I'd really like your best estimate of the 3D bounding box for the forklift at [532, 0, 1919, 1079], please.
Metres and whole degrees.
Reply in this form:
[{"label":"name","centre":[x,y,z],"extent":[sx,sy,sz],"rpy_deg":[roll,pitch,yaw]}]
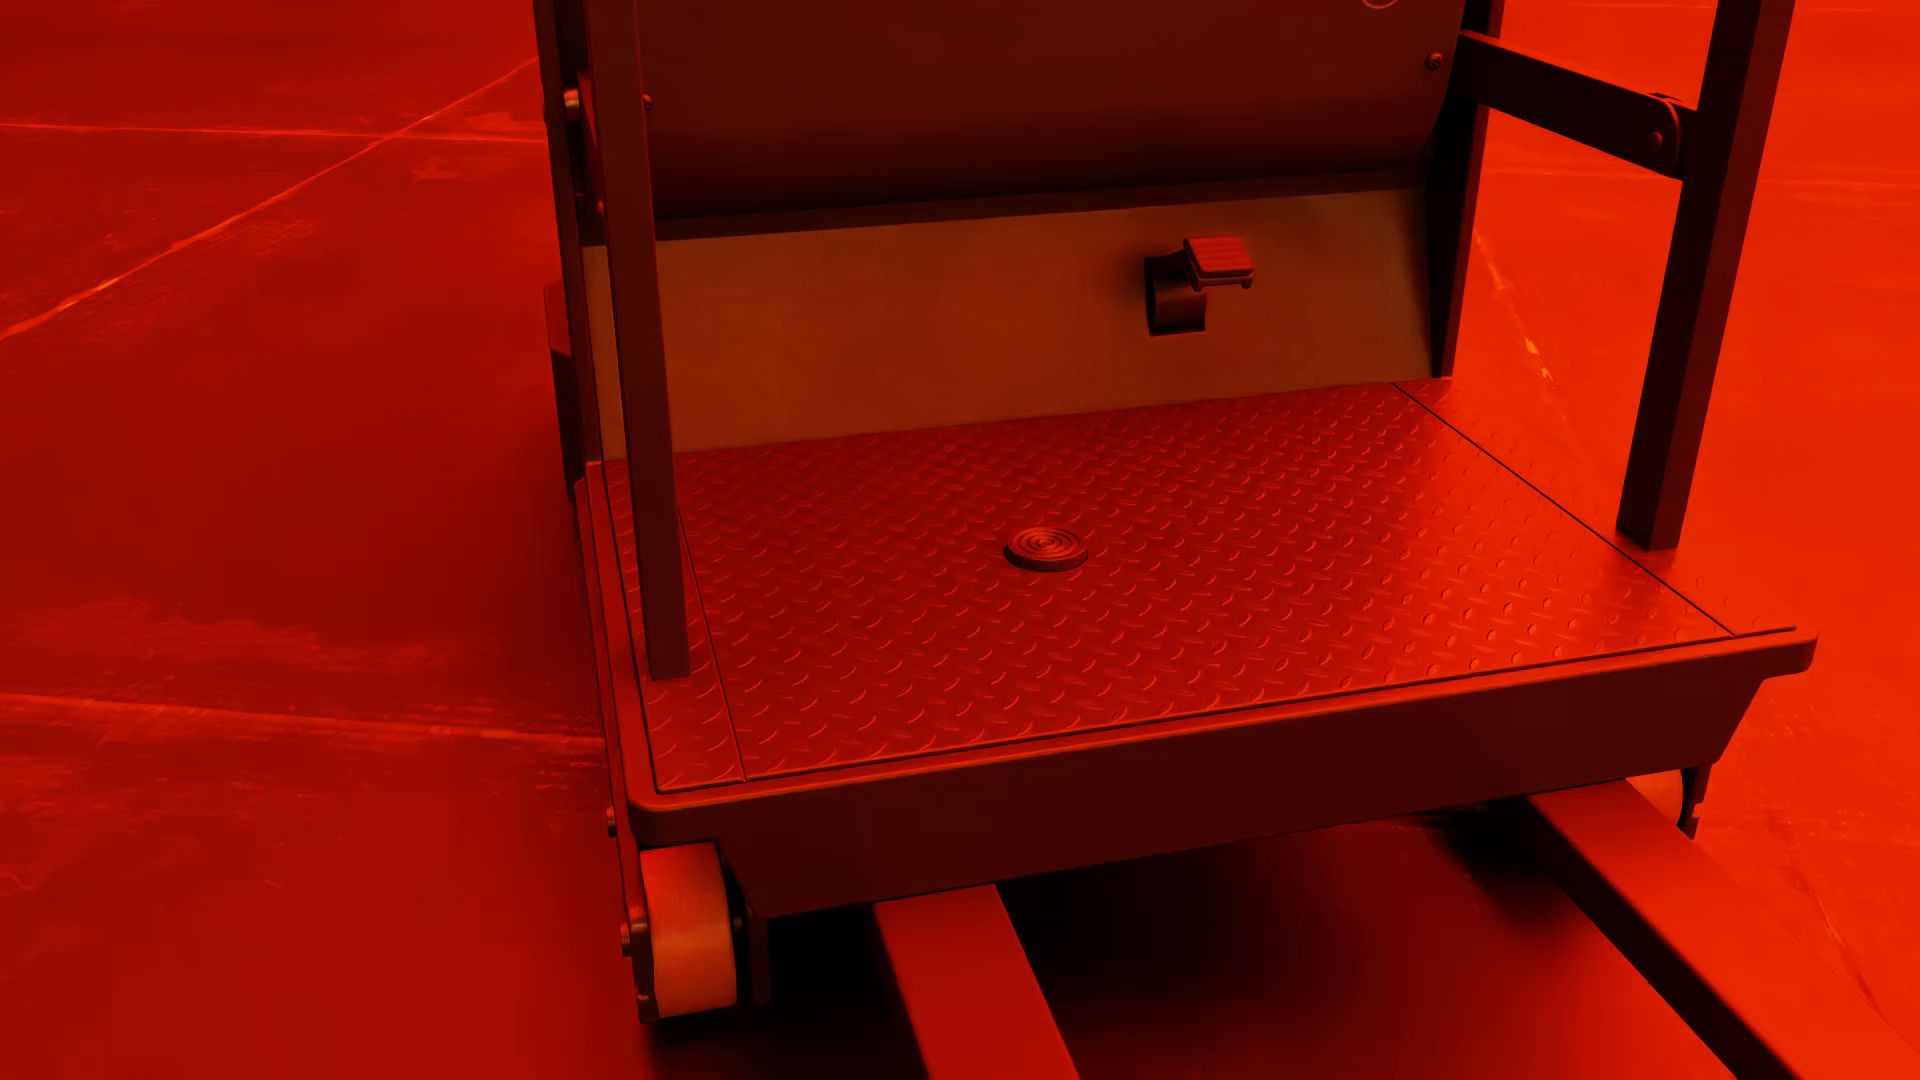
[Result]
[{"label":"forklift","centre":[0.153,-1.049,1.319],"extent":[1.130,2.935,3.031],"rpy_deg":[-7,27,-13]}]
